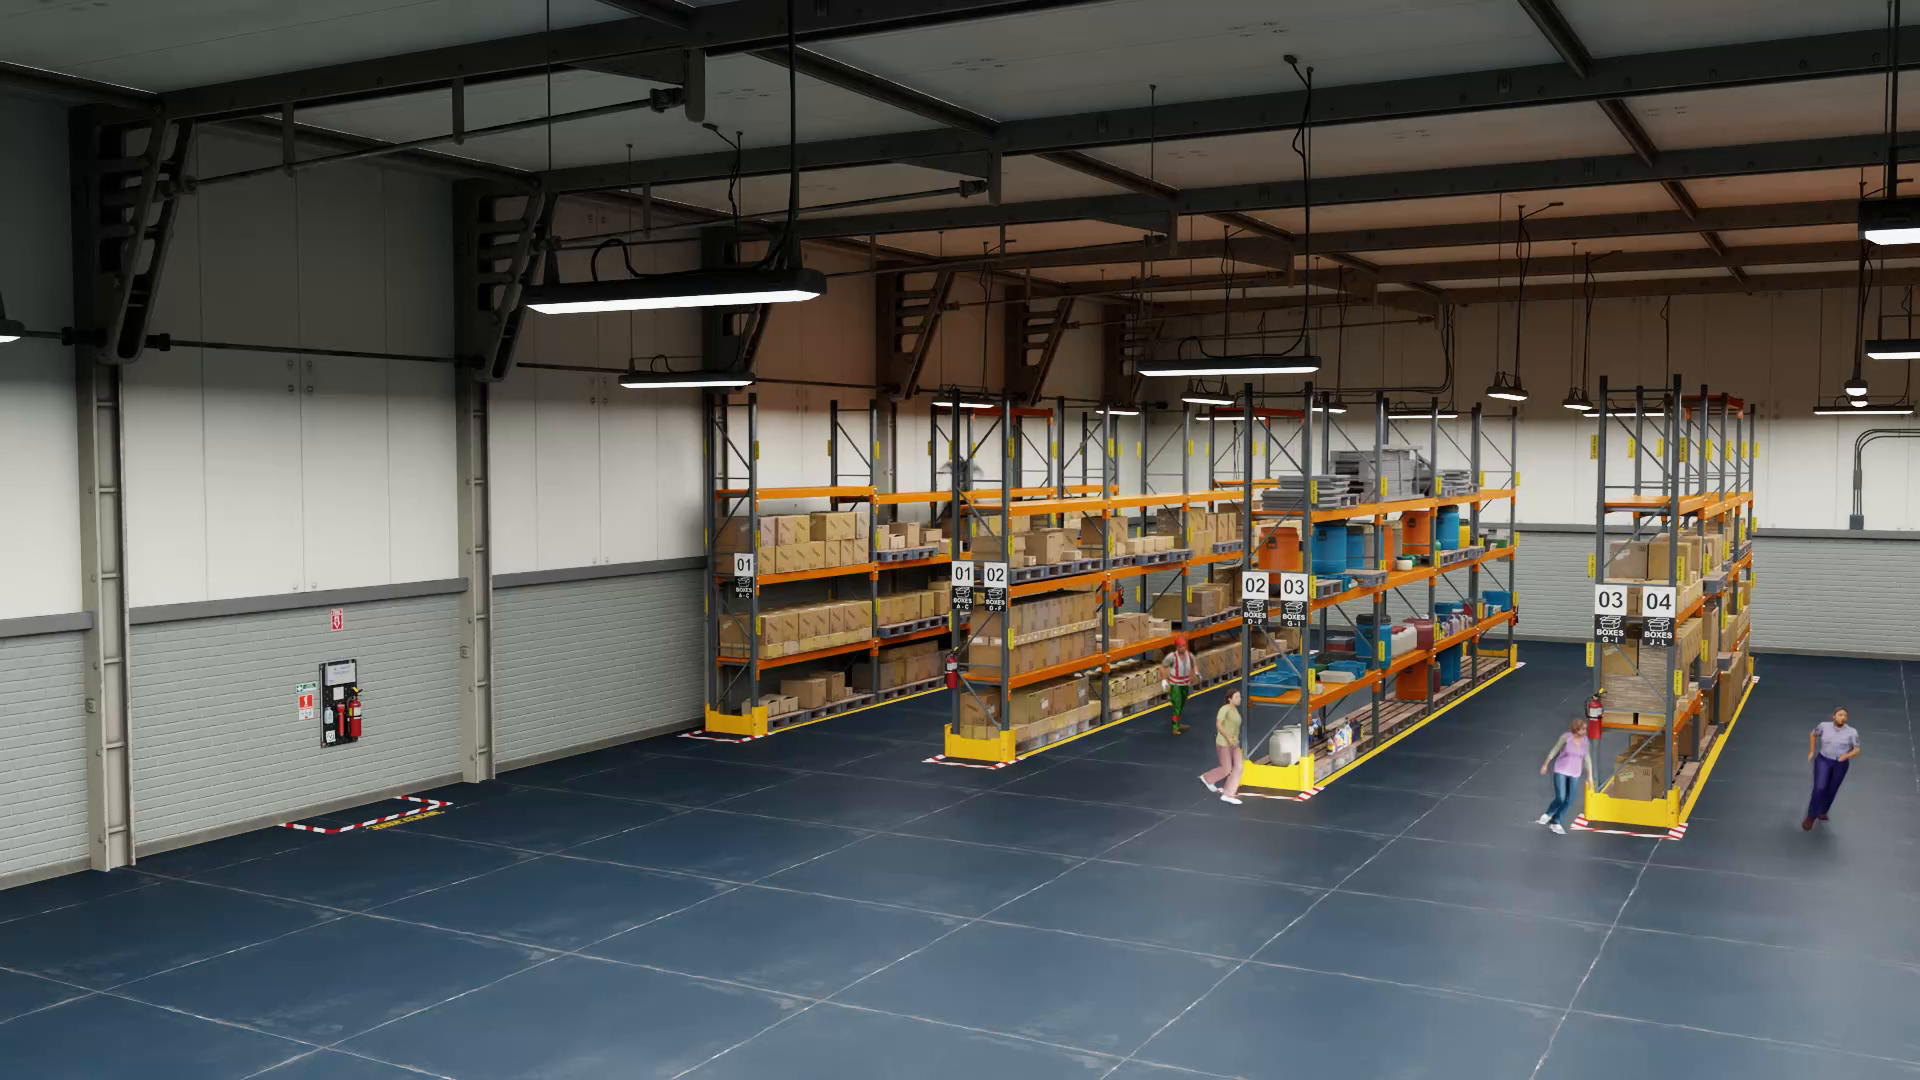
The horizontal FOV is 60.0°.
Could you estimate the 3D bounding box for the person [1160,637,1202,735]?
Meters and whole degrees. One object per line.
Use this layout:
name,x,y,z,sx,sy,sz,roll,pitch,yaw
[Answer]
person,3.911,2.562,29.374,0.724,1.730,0.825,-2,4,-30

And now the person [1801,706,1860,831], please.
person,11.488,2.999,21.983,0.685,1.616,0.804,1,3,20

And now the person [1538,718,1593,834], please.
person,7.908,3.072,21.686,0.571,1.558,0.553,-1,3,-11

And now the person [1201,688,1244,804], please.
person,3.729,2.916,23.735,0.706,1.647,0.582,3,4,43
